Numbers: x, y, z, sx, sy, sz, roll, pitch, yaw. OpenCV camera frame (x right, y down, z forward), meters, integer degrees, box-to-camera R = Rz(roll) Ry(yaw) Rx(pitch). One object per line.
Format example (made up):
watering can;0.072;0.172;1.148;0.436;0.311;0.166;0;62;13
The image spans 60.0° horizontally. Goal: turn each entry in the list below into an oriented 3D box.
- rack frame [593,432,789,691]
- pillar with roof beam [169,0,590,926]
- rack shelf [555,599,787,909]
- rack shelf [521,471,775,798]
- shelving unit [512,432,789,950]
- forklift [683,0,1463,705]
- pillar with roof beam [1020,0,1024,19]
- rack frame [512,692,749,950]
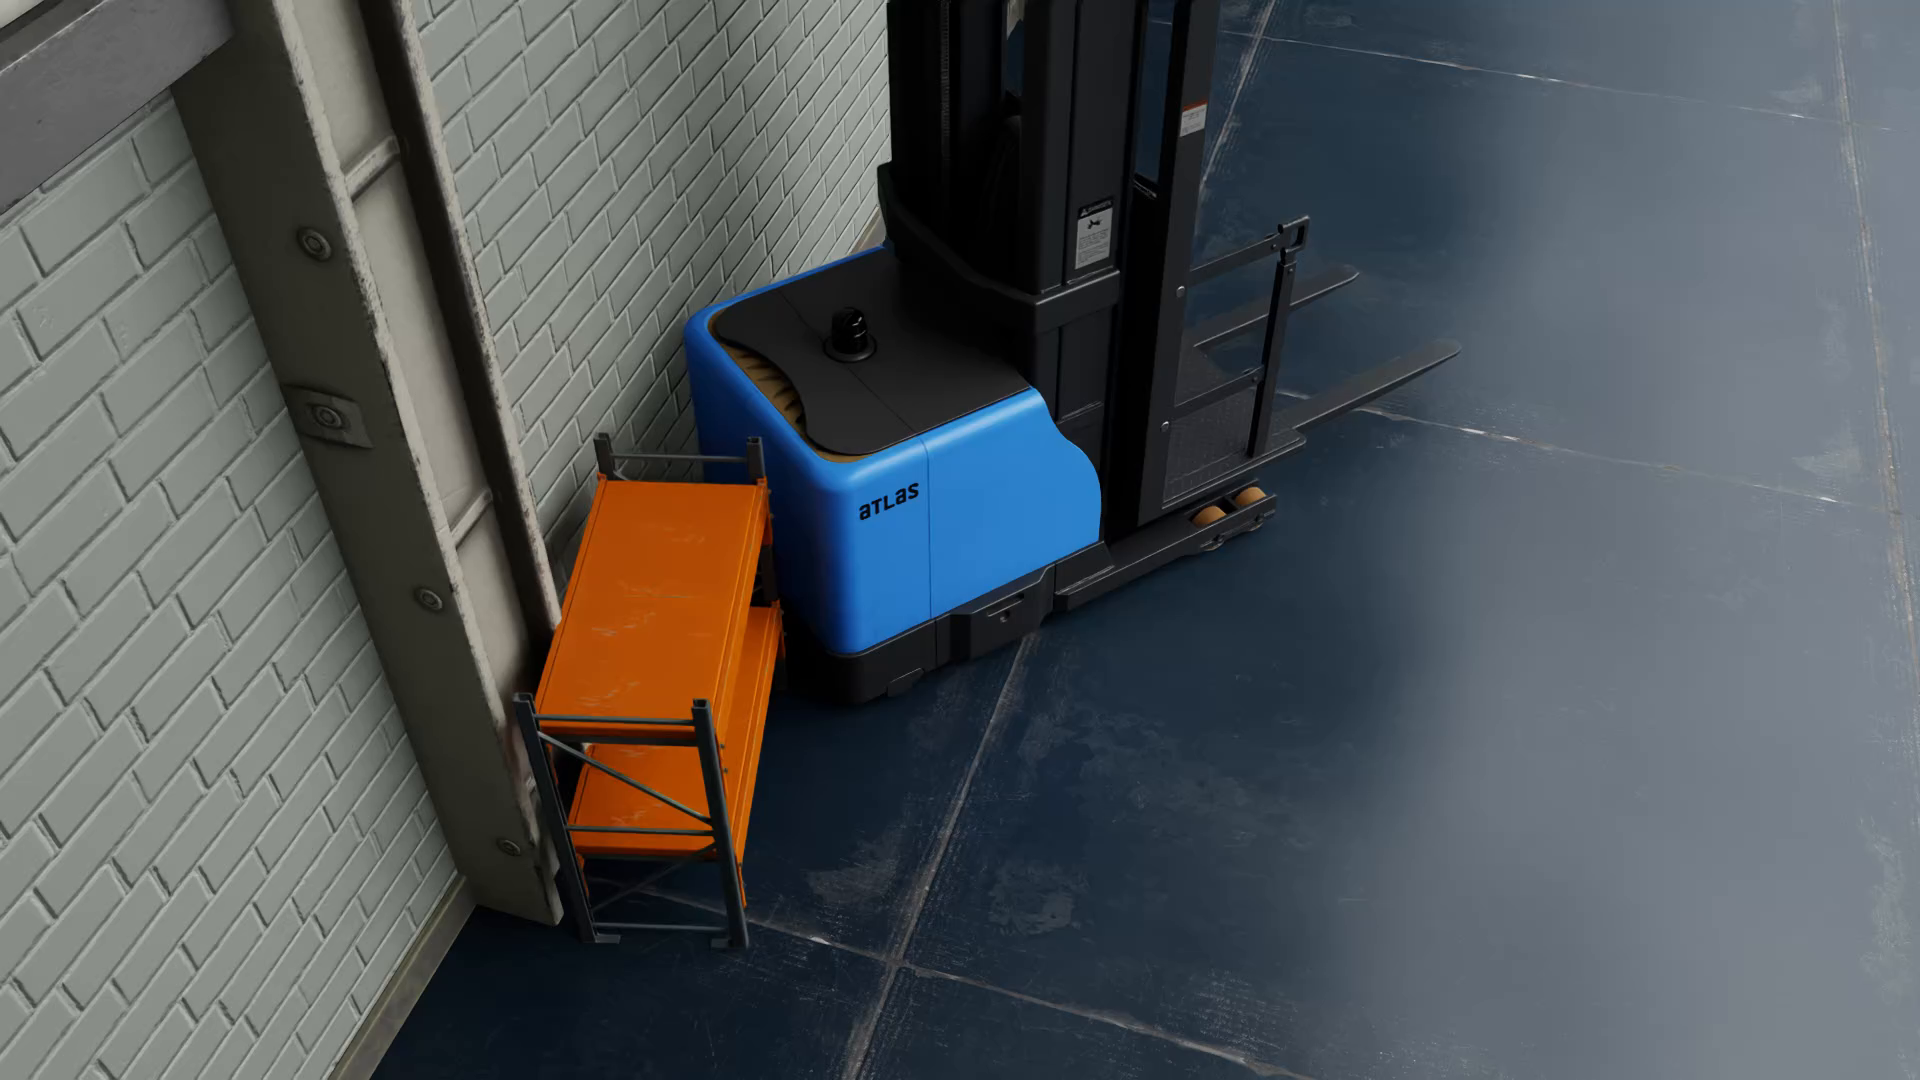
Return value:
rack frame;-0.842;0.099;5.345;0.500;1.125;0.032;2;44;2
pillar with roof beam;2.790;-1.295;1.139;9.100;9.000;0.400;13;46;13
rack shelf;-0.865;0.629;5.153;0.538;0.278;1.000;2;44;2
rack shelf;-0.865;0.245;4.777;0.538;0.278;1.000;2;44;2
shelving unit;-0.865;0.454;4.982;0.538;1.125;1.048;2;44;2
forklift;0.587;-1.296;5.479;3.031;2.935;1.130;-24;49;-23
pillar with roof beam;4.607;-5.294;5.226;9.100;9.000;0.400;13;46;13
rack frame;-0.887;0.809;4.619;0.500;1.125;0.032;2;44;2
